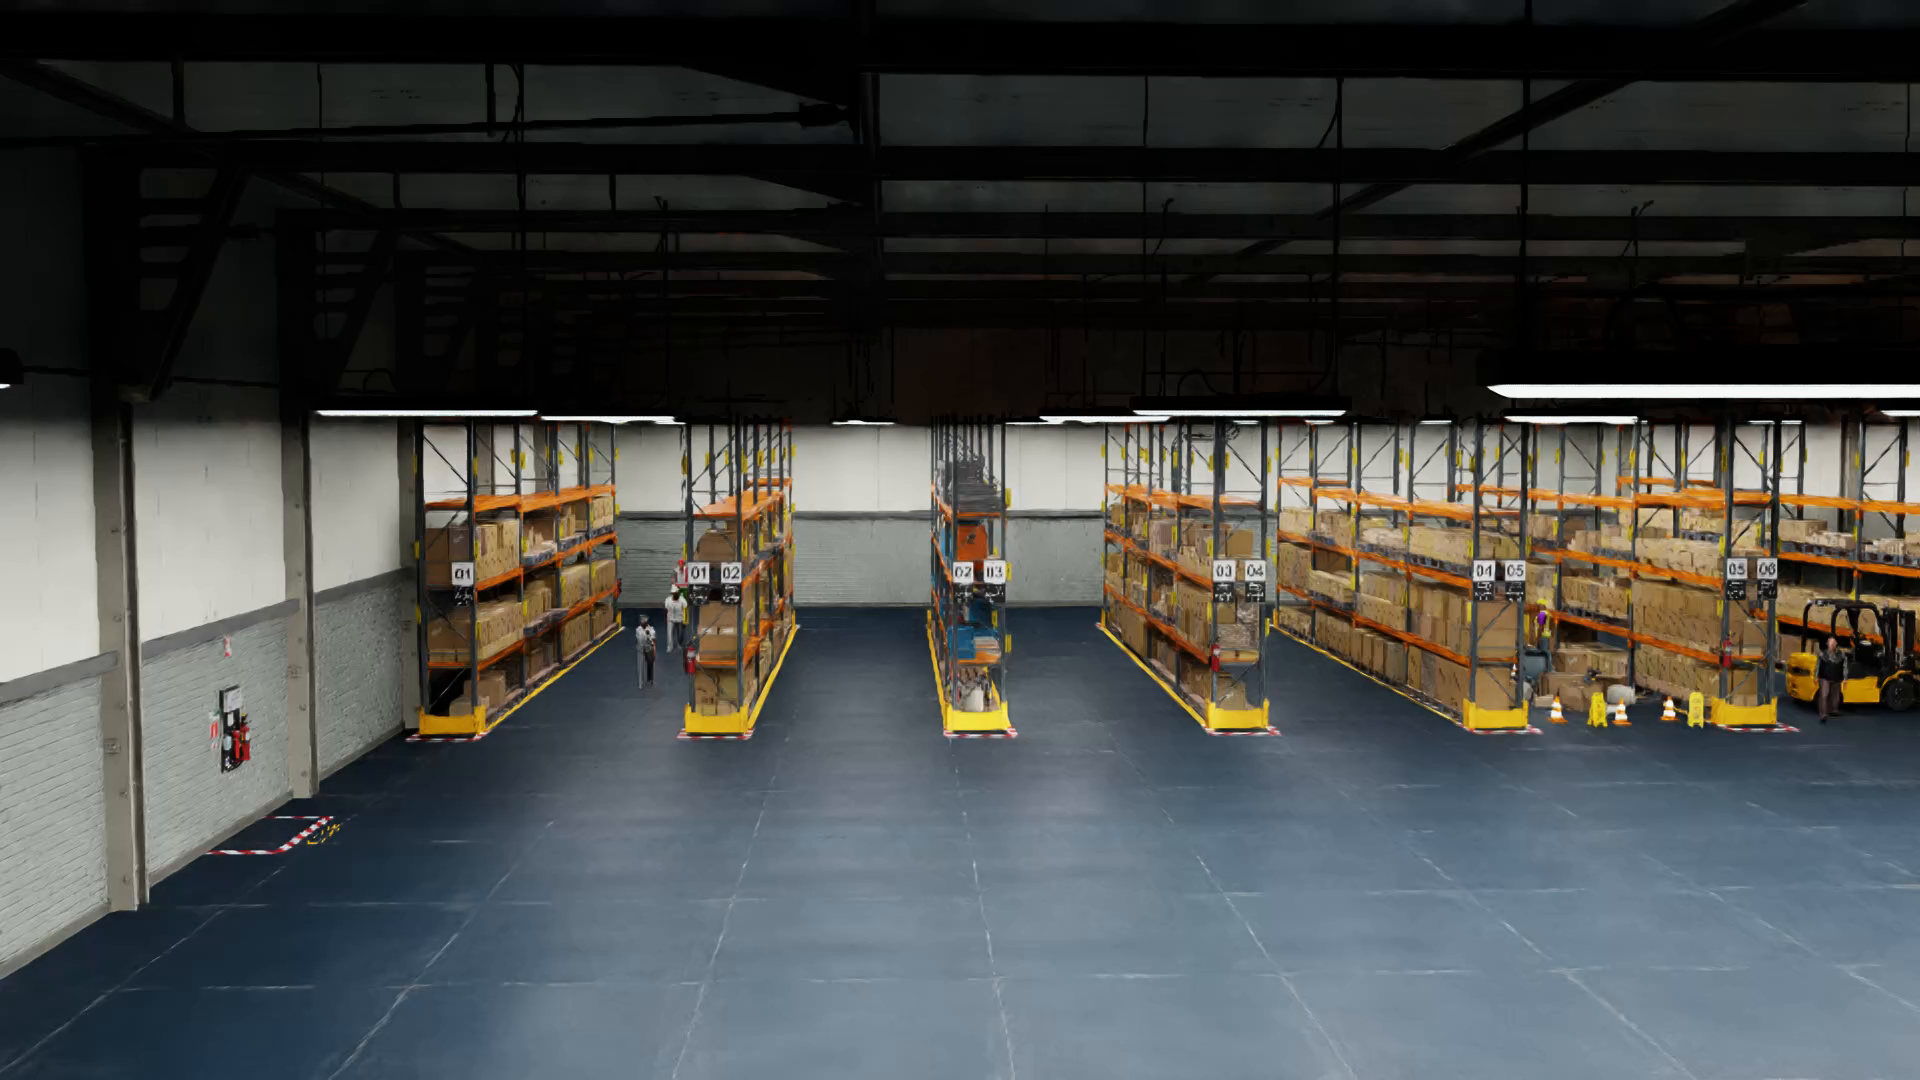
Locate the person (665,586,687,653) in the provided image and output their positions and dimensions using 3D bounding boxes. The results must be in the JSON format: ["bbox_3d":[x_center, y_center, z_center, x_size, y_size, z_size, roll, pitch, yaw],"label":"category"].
[{"bbox_3d":[-7.206,1.997,42.196,0.575,1.689,1.128,0,4,-5],"label":"person"}]

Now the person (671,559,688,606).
[{"bbox_3d":[-8.441,1.431,50.447,0.677,1.741,0.552,0,4,-4],"label":"person"}]

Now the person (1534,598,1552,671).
[{"bbox_3d":[13.390,2.216,38.373,0.591,1.763,0.685,2,4,22],"label":"person"}]

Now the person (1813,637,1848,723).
[{"bbox_3d":[16.908,2.674,32.286,0.572,1.621,0.954,1,4,18],"label":"person"}]

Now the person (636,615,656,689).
[{"bbox_3d":[-6.876,2.424,36.432,0.463,1.625,0.998,0,4,-3],"label":"person"}]
